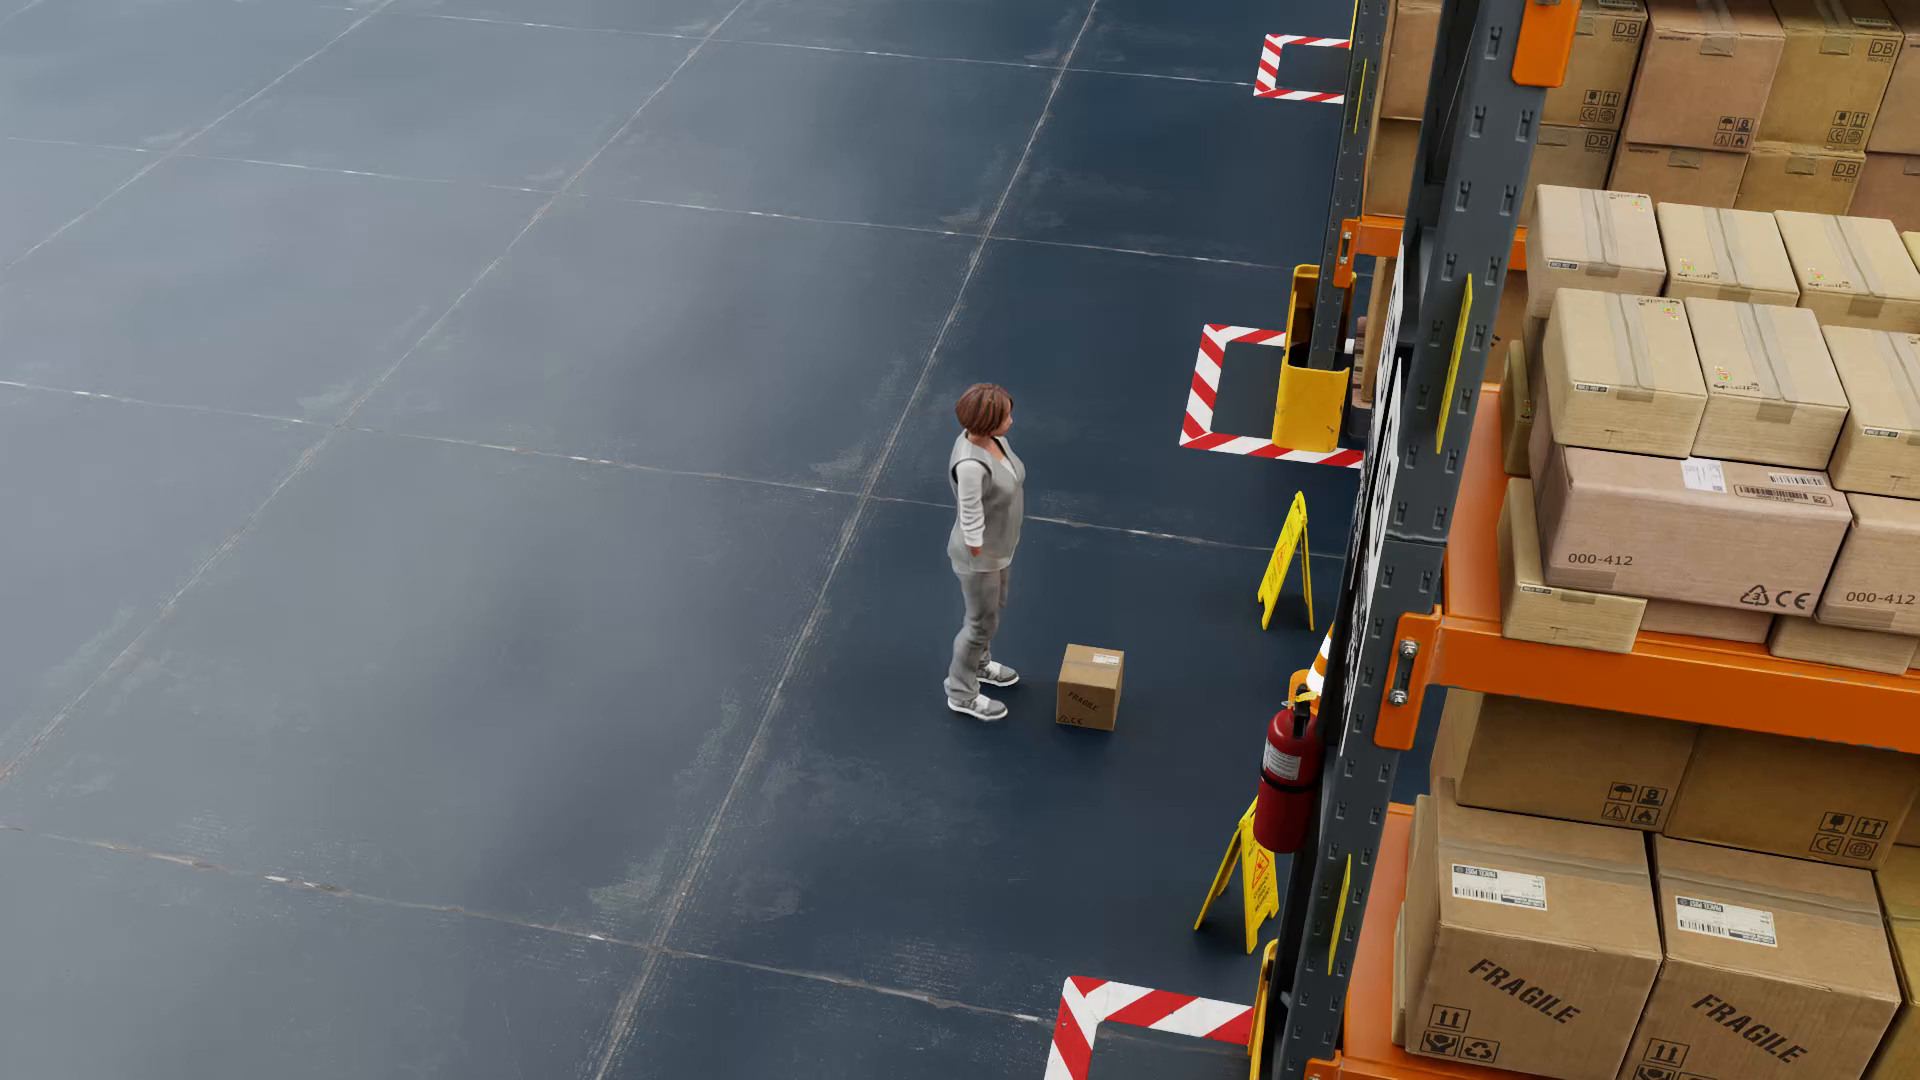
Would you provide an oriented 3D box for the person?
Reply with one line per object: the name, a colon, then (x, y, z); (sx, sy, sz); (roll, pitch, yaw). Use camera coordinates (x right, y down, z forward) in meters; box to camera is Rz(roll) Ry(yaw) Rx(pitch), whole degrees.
person: (0.103, 0.035, 6.928); (0.307, 1.596, 0.406); (8, 38, 11)
